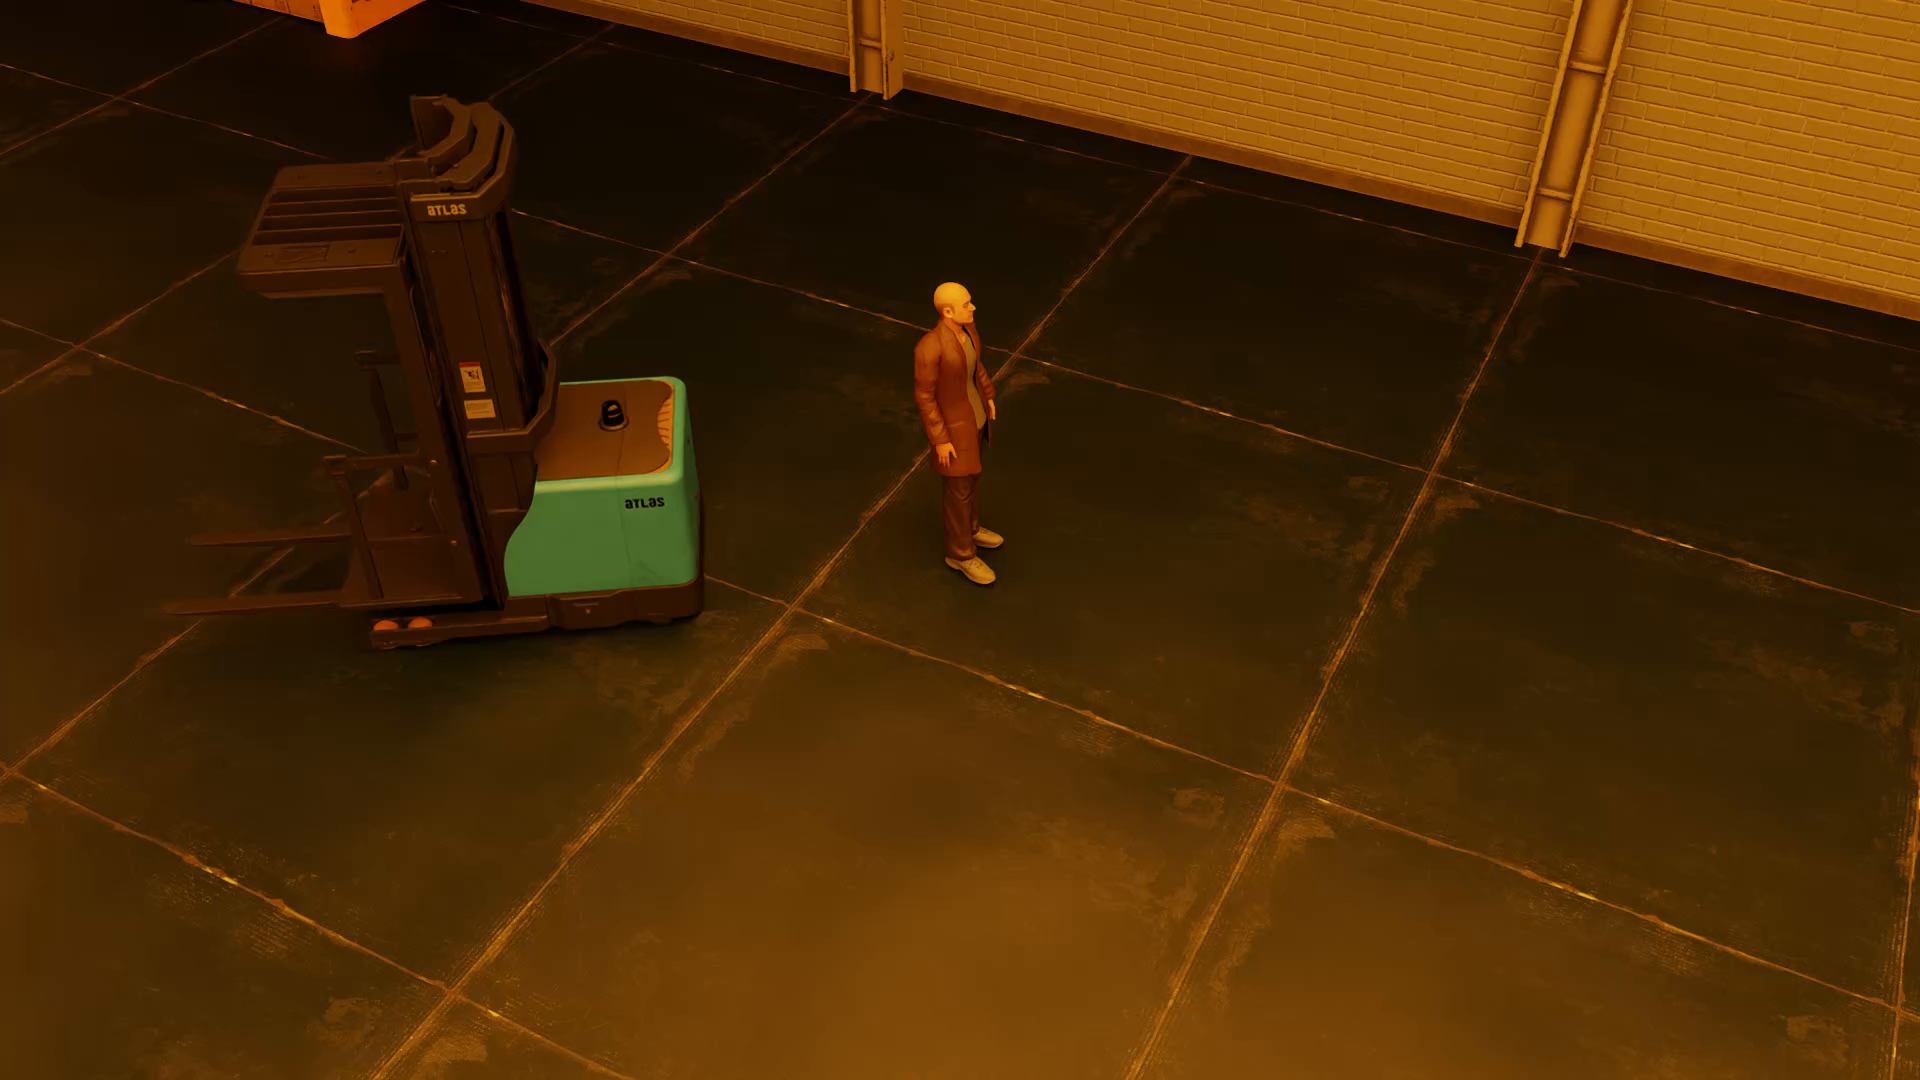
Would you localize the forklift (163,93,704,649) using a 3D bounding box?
[{"bbox_3d":[-3.052,-0.857,9.005,3.031,2.935,1.130,-4,40,-5],"label":"forklift"}]

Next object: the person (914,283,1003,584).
[{"bbox_3d":[0.080,-0.656,9.650,0.579,1.778,0.696,18,43,21],"label":"person"}]
